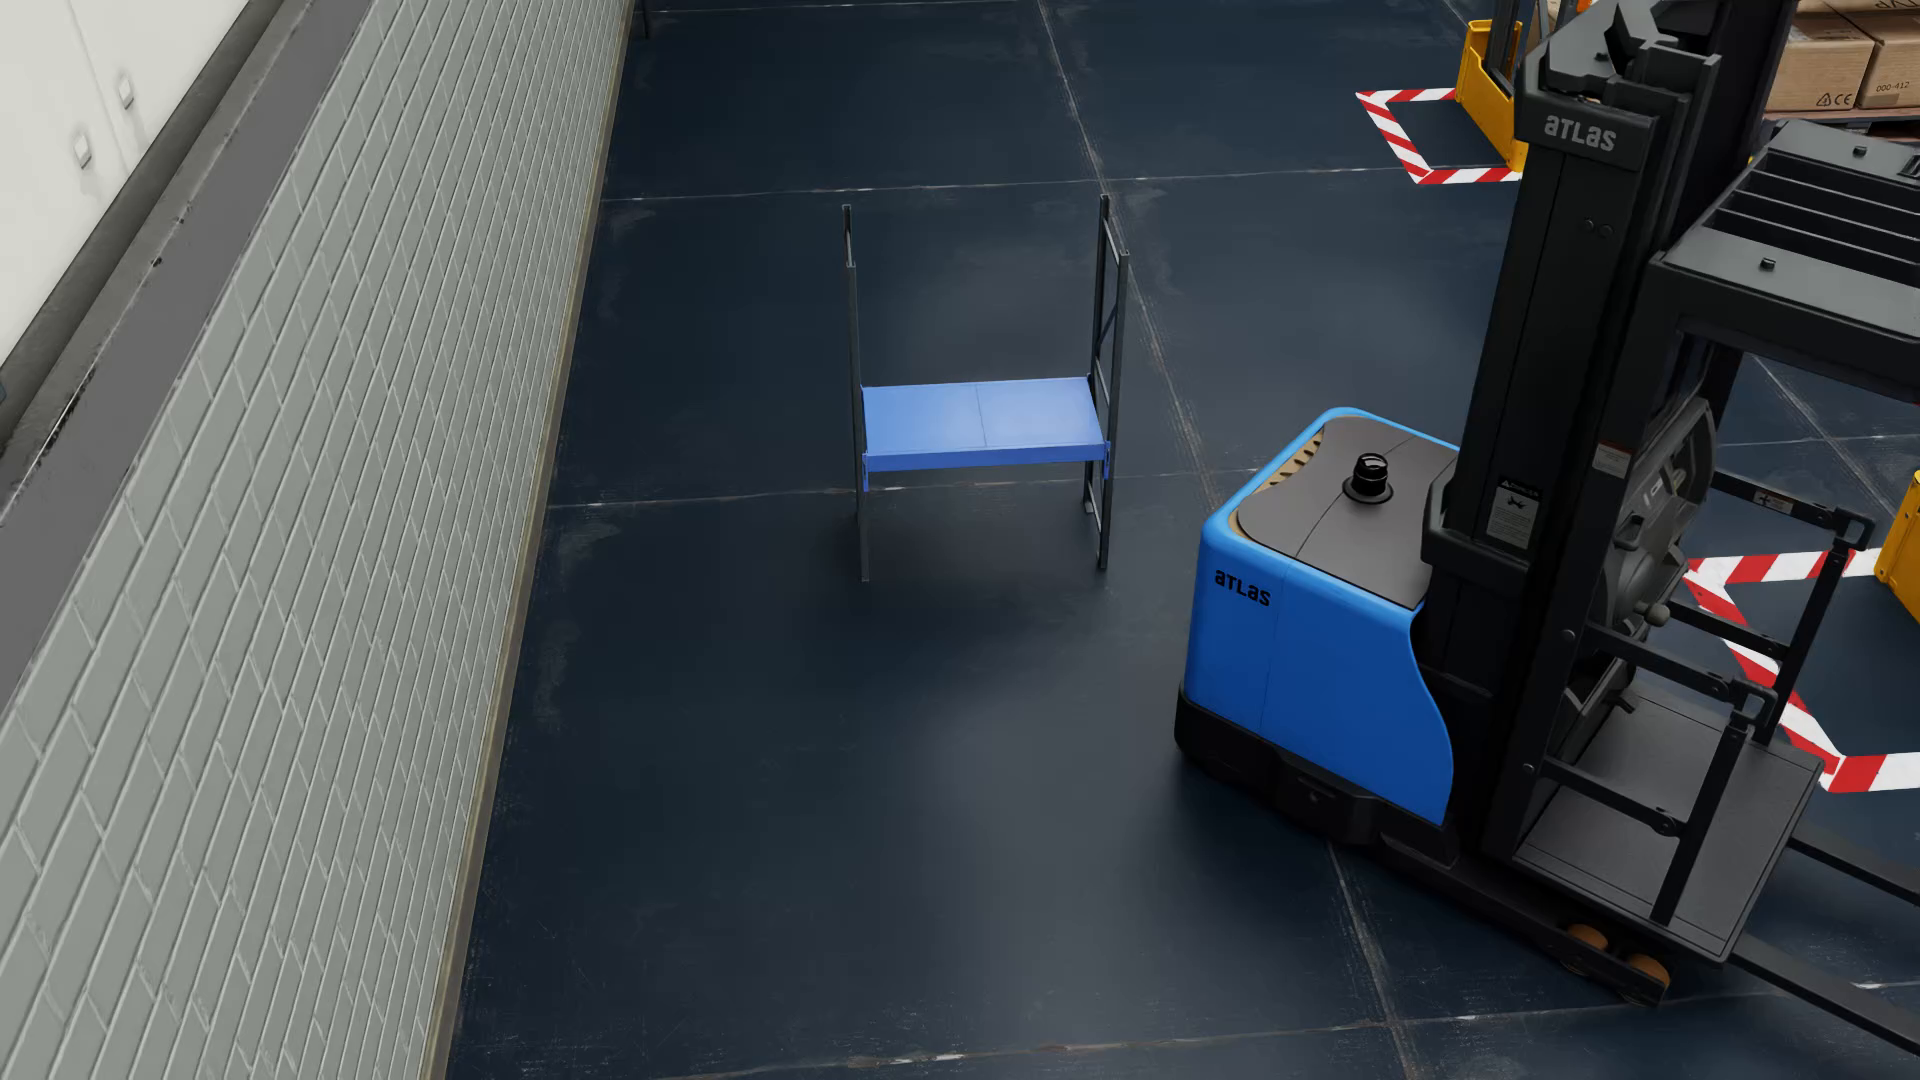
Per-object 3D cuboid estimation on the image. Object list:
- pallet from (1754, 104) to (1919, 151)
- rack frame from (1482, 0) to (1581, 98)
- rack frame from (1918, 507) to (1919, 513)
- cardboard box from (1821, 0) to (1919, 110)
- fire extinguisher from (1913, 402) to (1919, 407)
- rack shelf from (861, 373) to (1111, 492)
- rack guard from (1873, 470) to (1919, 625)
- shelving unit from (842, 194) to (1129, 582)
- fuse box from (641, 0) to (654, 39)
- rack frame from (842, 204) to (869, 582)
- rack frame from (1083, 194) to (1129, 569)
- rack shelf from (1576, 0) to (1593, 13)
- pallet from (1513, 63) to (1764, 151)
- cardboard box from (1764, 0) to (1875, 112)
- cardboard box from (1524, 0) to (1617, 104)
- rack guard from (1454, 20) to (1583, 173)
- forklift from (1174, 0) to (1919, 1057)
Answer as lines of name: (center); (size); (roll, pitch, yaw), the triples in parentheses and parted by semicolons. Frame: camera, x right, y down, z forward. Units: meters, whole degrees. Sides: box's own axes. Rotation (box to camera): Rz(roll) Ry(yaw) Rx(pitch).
pallet: (5.492, -2.827, 10.662); (1.213, 0.211, 1.003); (-3, 38, -4)
rack frame: (3.490, -3.764, 9.599); (0.127, 3.000, 1.000); (-3, 38, -4)
rack frame: (4.029, -0.716, 5.736); (0.127, 3.000, 1.000); (-3, 38, -4)
cardboard box: (5.948, -3.125, 10.519); (0.875, 0.438, 0.875); (-4, 38, -5)
fire extinguisher: (3.737, -0.810, 6.218); (0.183, 0.674, 0.296); (-3, 38, -4)
rack shelf: (0.085, -0.452, 6.903); (1.000, 0.185, 0.538); (-3, 38, -4)
rack guard: (4.105, 0.261, 6.515); (0.348, 0.500, 1.175); (-3, 38, -4)
shelving unit: (0.085, -0.593, 6.791); (1.048, 1.500, 0.538); (-3, 38, -4)
fuse box: (-2.165, -4.239, 11.241); (0.414, 1.711, 0.539); (-3, 38, -4)
rack frame: (-0.421, -0.566, 6.756); (0.032, 1.500, 0.500); (-3, 38, -4)
rack frame: (0.591, -0.621, 6.827); (0.032, 1.500, 0.500); (-3, 38, -4)
rack shelf: (5.482, -3.592, 9.961); (4.000, 0.370, 1.077); (-3, 38, -4)
pallet: (4.279, -2.762, 10.580); (1.213, 0.211, 1.003); (-3, 38, -4)
cardboard box: (5.049, -3.077, 10.457); (0.875, 0.438, 0.875); (-2, 38, -3)
cardboard box: (4.138, -3.021, 10.387); (0.875, 0.438, 0.875); (-4, 38, -6)
rack guard: (3.466, -2.782, 10.372); (0.348, 0.500, 1.175); (-3, 38, -4)
forklift: (2.272, -0.029, 4.920); (3.031, 2.935, 1.130); (26, 45, 29)
